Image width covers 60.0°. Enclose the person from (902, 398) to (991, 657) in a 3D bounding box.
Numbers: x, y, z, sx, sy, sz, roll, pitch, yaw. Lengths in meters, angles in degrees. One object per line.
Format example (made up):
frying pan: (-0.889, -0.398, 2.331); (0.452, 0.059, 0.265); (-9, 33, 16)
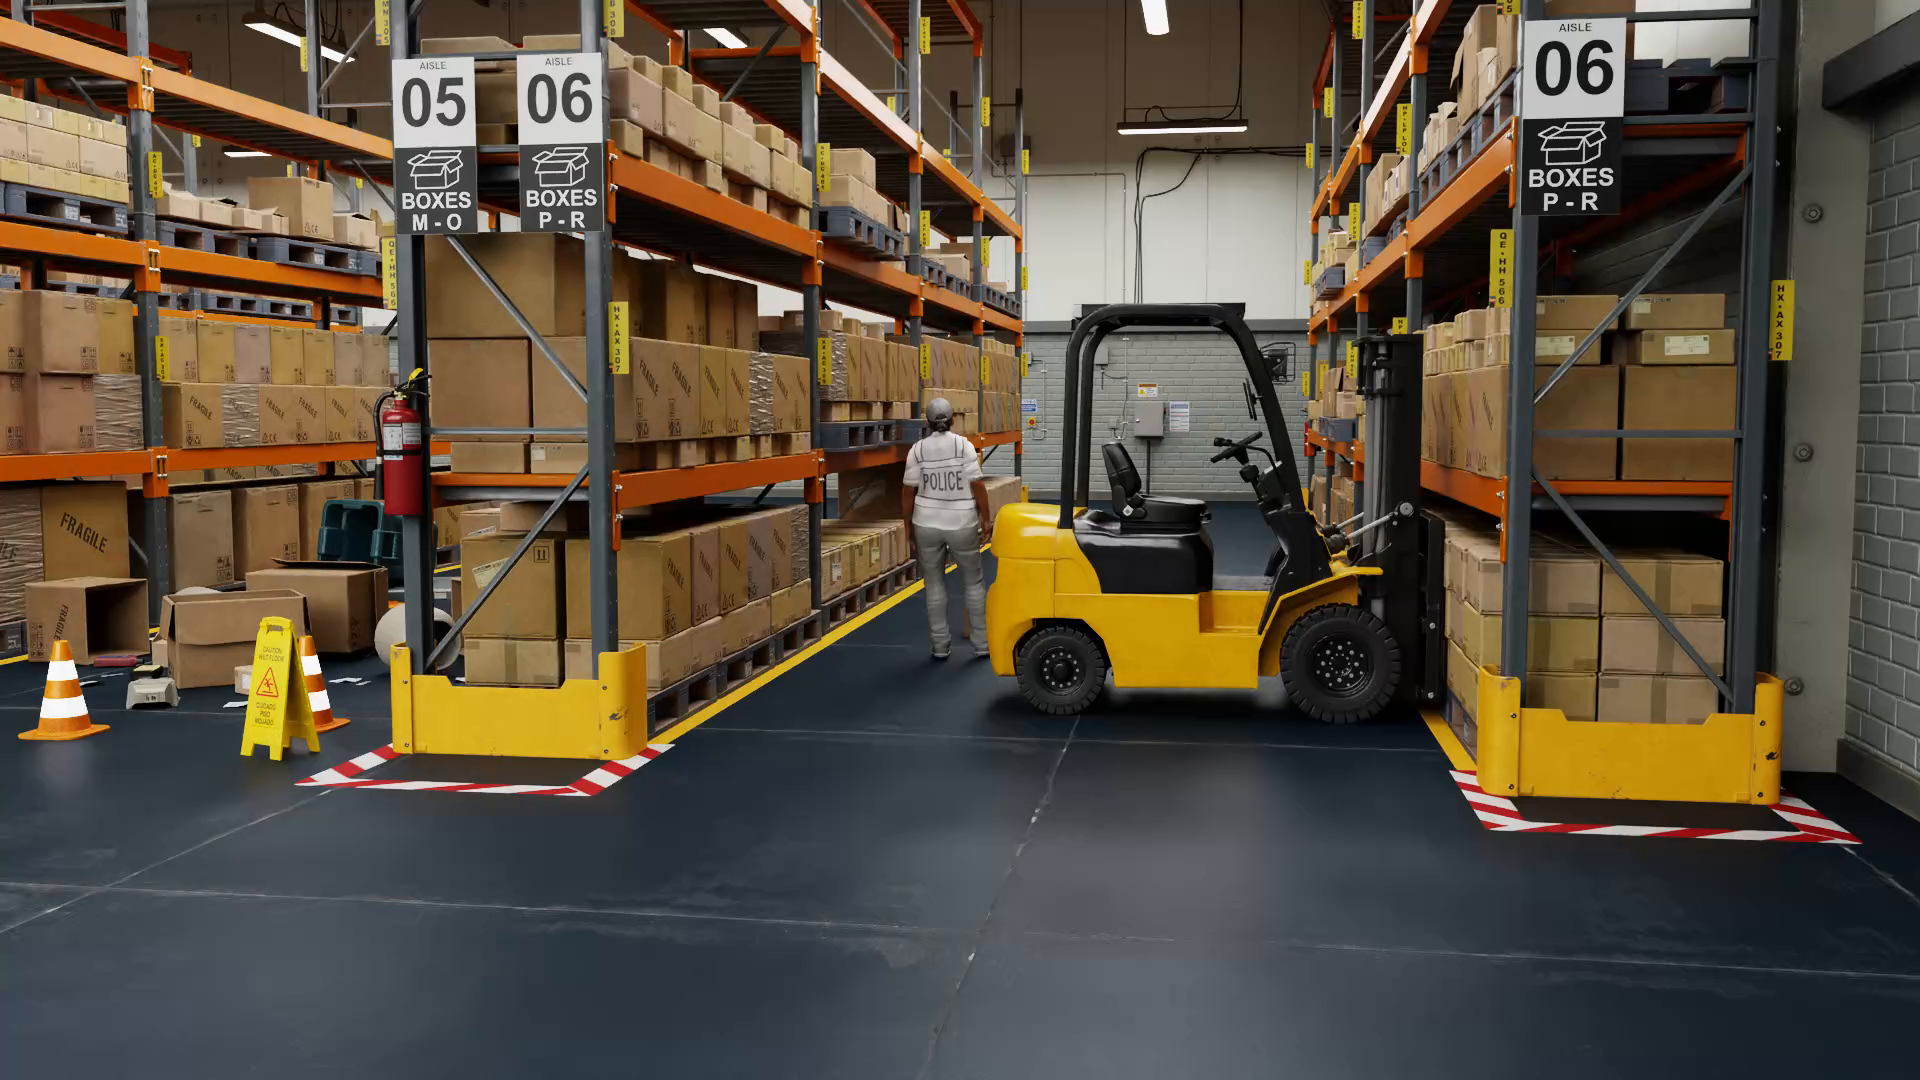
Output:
person: (-0.060, -0.077, 10.714); (0.599, 1.670, 0.529); (1, 5, 8)
